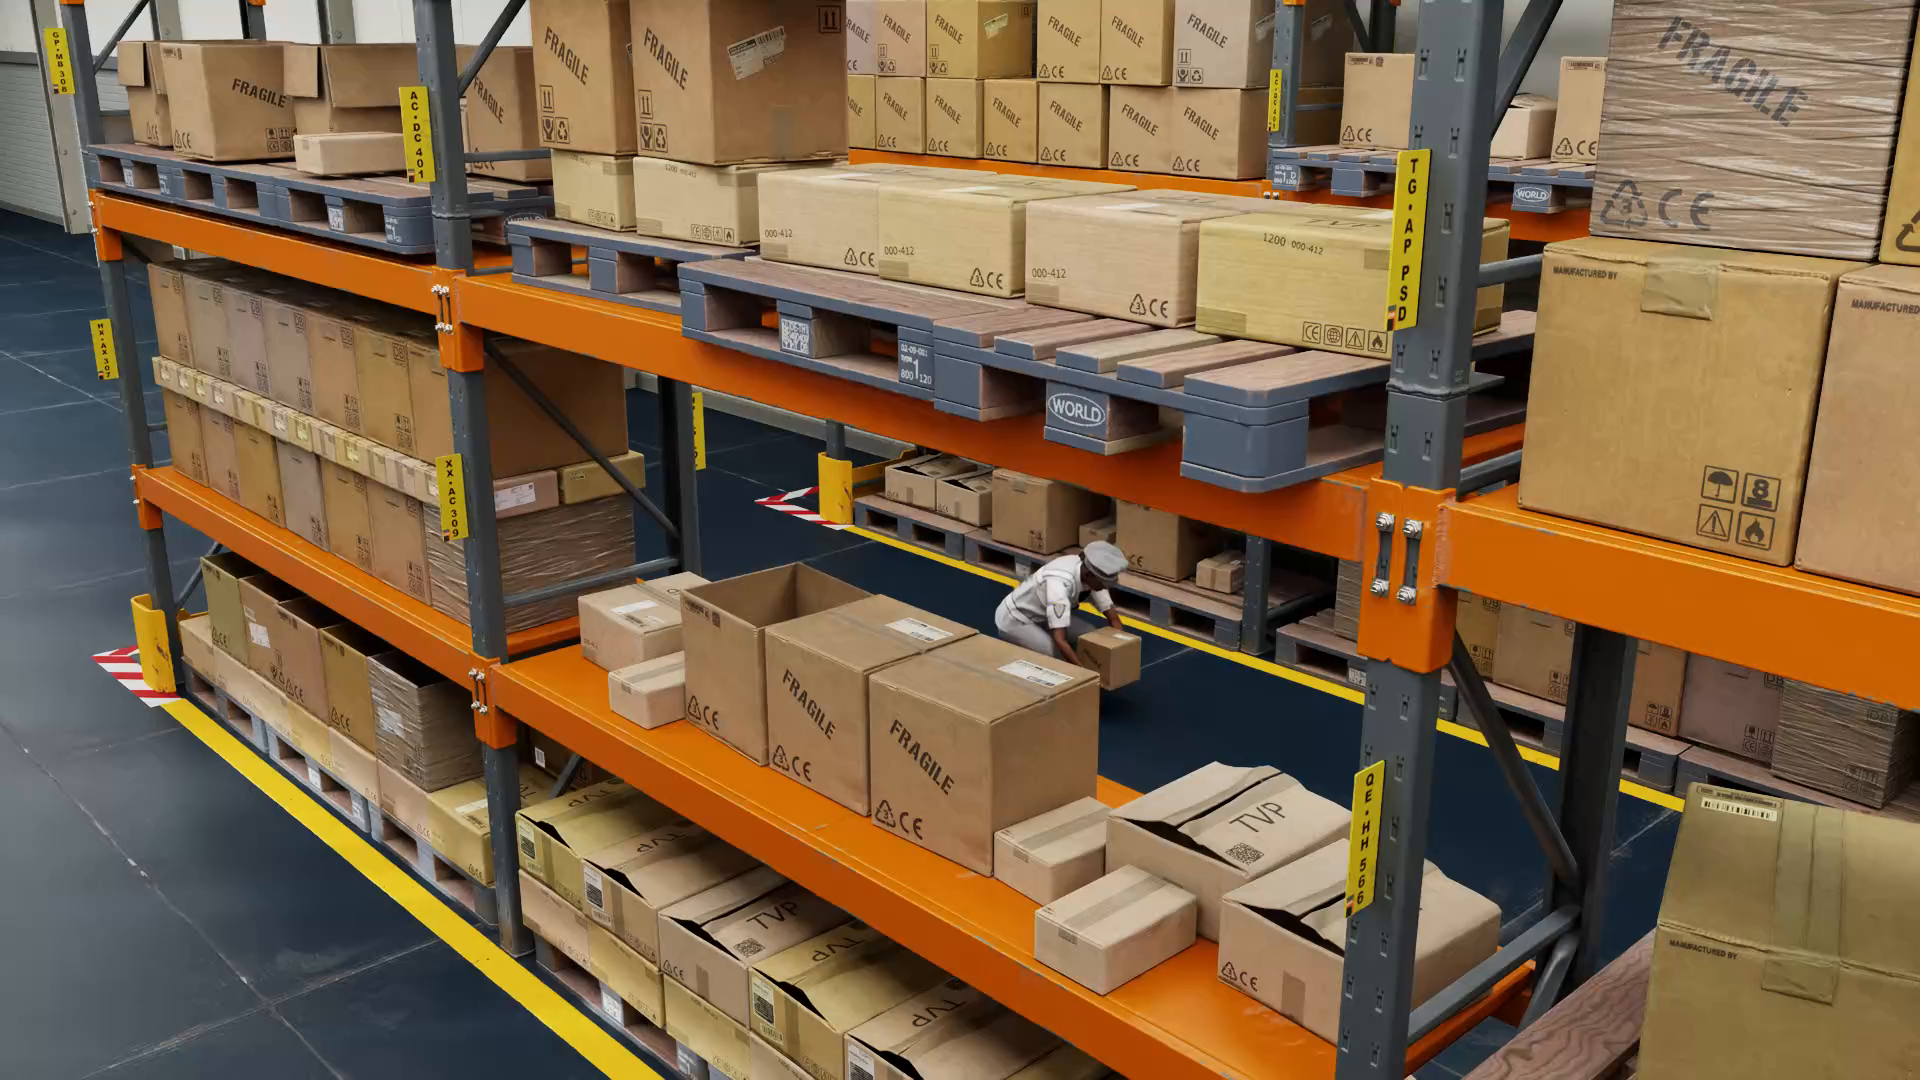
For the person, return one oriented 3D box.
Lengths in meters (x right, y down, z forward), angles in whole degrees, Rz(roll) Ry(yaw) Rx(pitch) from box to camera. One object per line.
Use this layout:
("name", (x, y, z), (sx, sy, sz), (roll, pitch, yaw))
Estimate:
("person", (0.590, 0.440, 9.364), (0.508, 0.948, 0.843), (-16, 23, -41))
